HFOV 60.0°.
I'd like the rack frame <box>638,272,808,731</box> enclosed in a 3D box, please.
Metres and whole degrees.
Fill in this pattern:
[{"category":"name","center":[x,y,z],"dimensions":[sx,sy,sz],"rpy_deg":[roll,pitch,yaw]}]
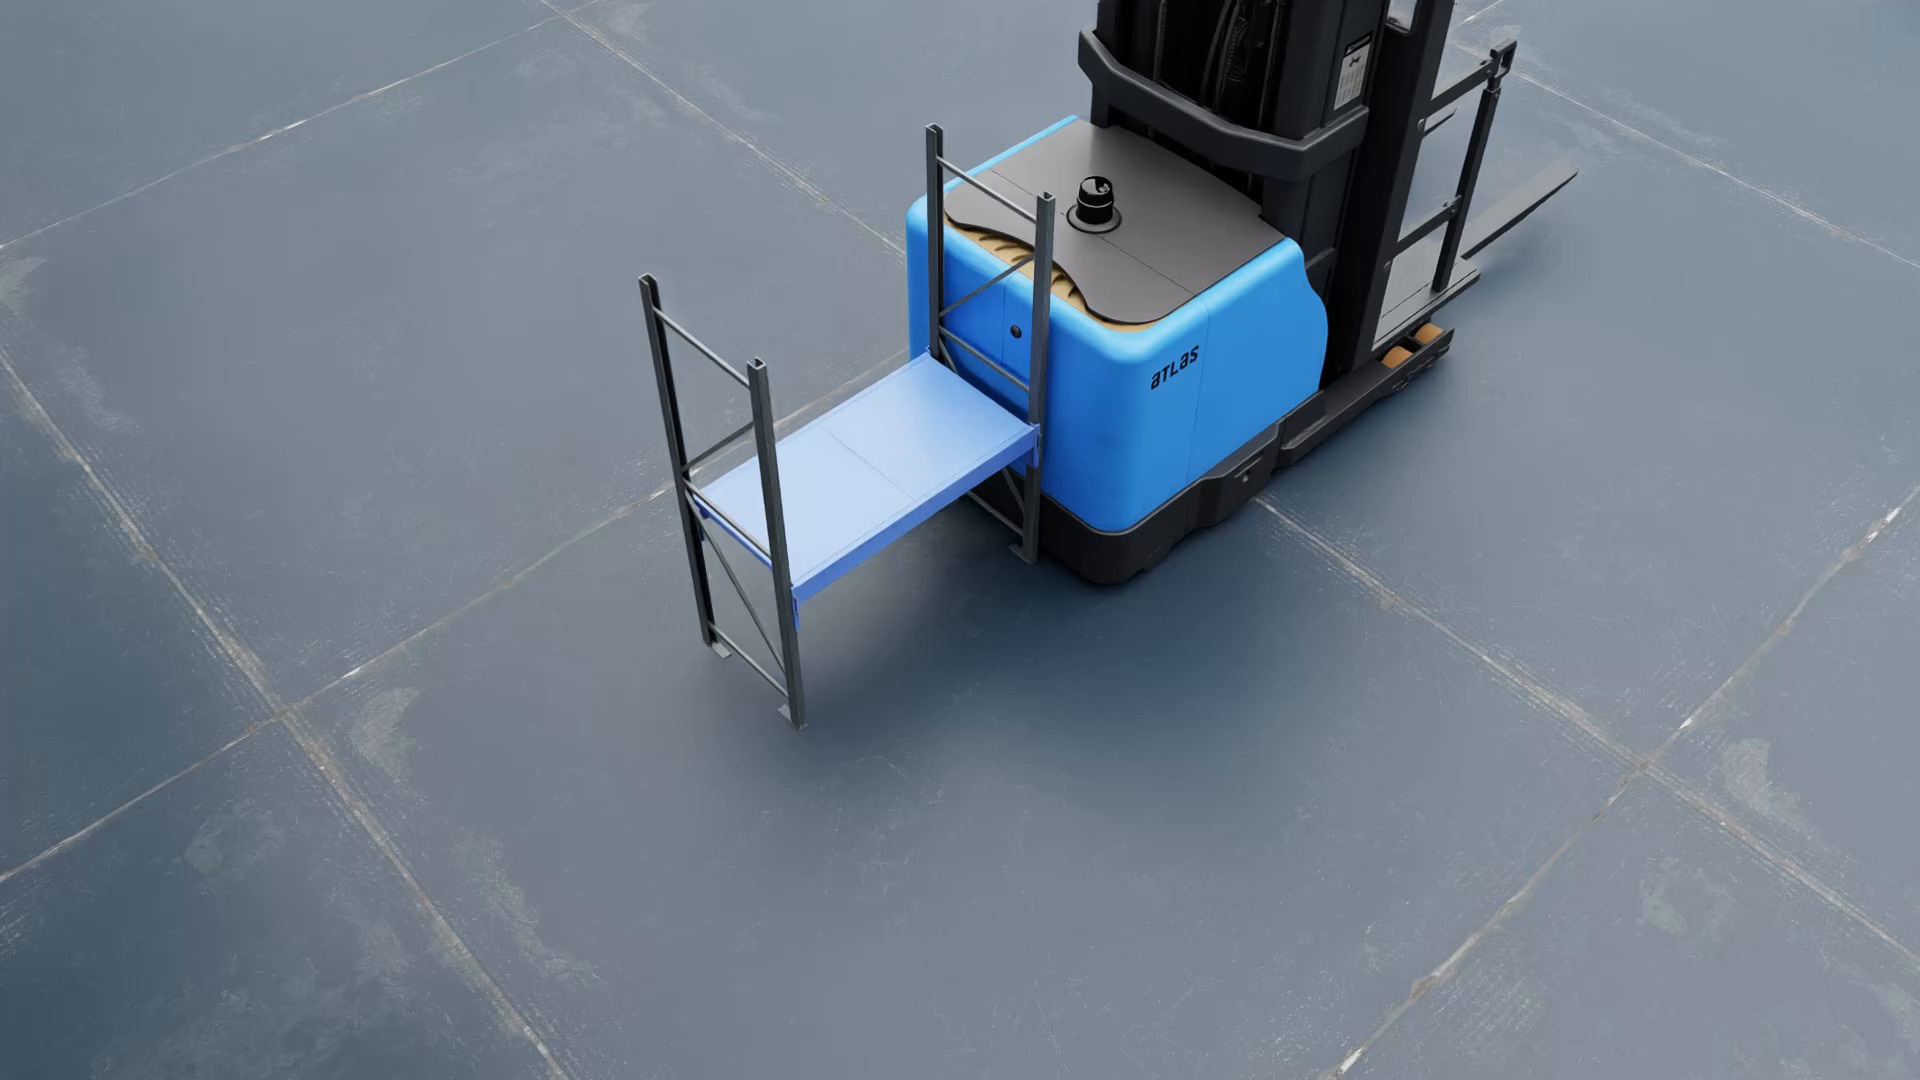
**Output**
[{"category":"rack frame","center":[-0.660,-0.052,4.777],"dimensions":[0.032,1.500,0.500],"rpy_deg":[-35,56,-28]}]

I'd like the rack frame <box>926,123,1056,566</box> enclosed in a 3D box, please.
[{"category":"rack frame","center":[0.082,-0.563,5.249],"dimensions":[0.032,1.500,0.500],"rpy_deg":[-35,56,-28]}]

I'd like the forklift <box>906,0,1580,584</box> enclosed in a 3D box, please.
[{"category":"forklift","center":[1.231,-1.807,5.423],"dimensions":[3.031,2.935,1.130],"rpy_deg":[-35,56,-28]}]

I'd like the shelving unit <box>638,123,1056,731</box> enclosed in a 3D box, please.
[{"category":"shelving unit","center":[-0.289,-0.307,5.013],"dimensions":[1.048,1.500,0.538],"rpy_deg":[-35,56,-28]}]

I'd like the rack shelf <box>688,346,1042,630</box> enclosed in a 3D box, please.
[{"category":"rack shelf","center":[-0.289,-0.185,5.145],"dimensions":[1.000,0.185,0.538],"rpy_deg":[-35,56,-28]}]
